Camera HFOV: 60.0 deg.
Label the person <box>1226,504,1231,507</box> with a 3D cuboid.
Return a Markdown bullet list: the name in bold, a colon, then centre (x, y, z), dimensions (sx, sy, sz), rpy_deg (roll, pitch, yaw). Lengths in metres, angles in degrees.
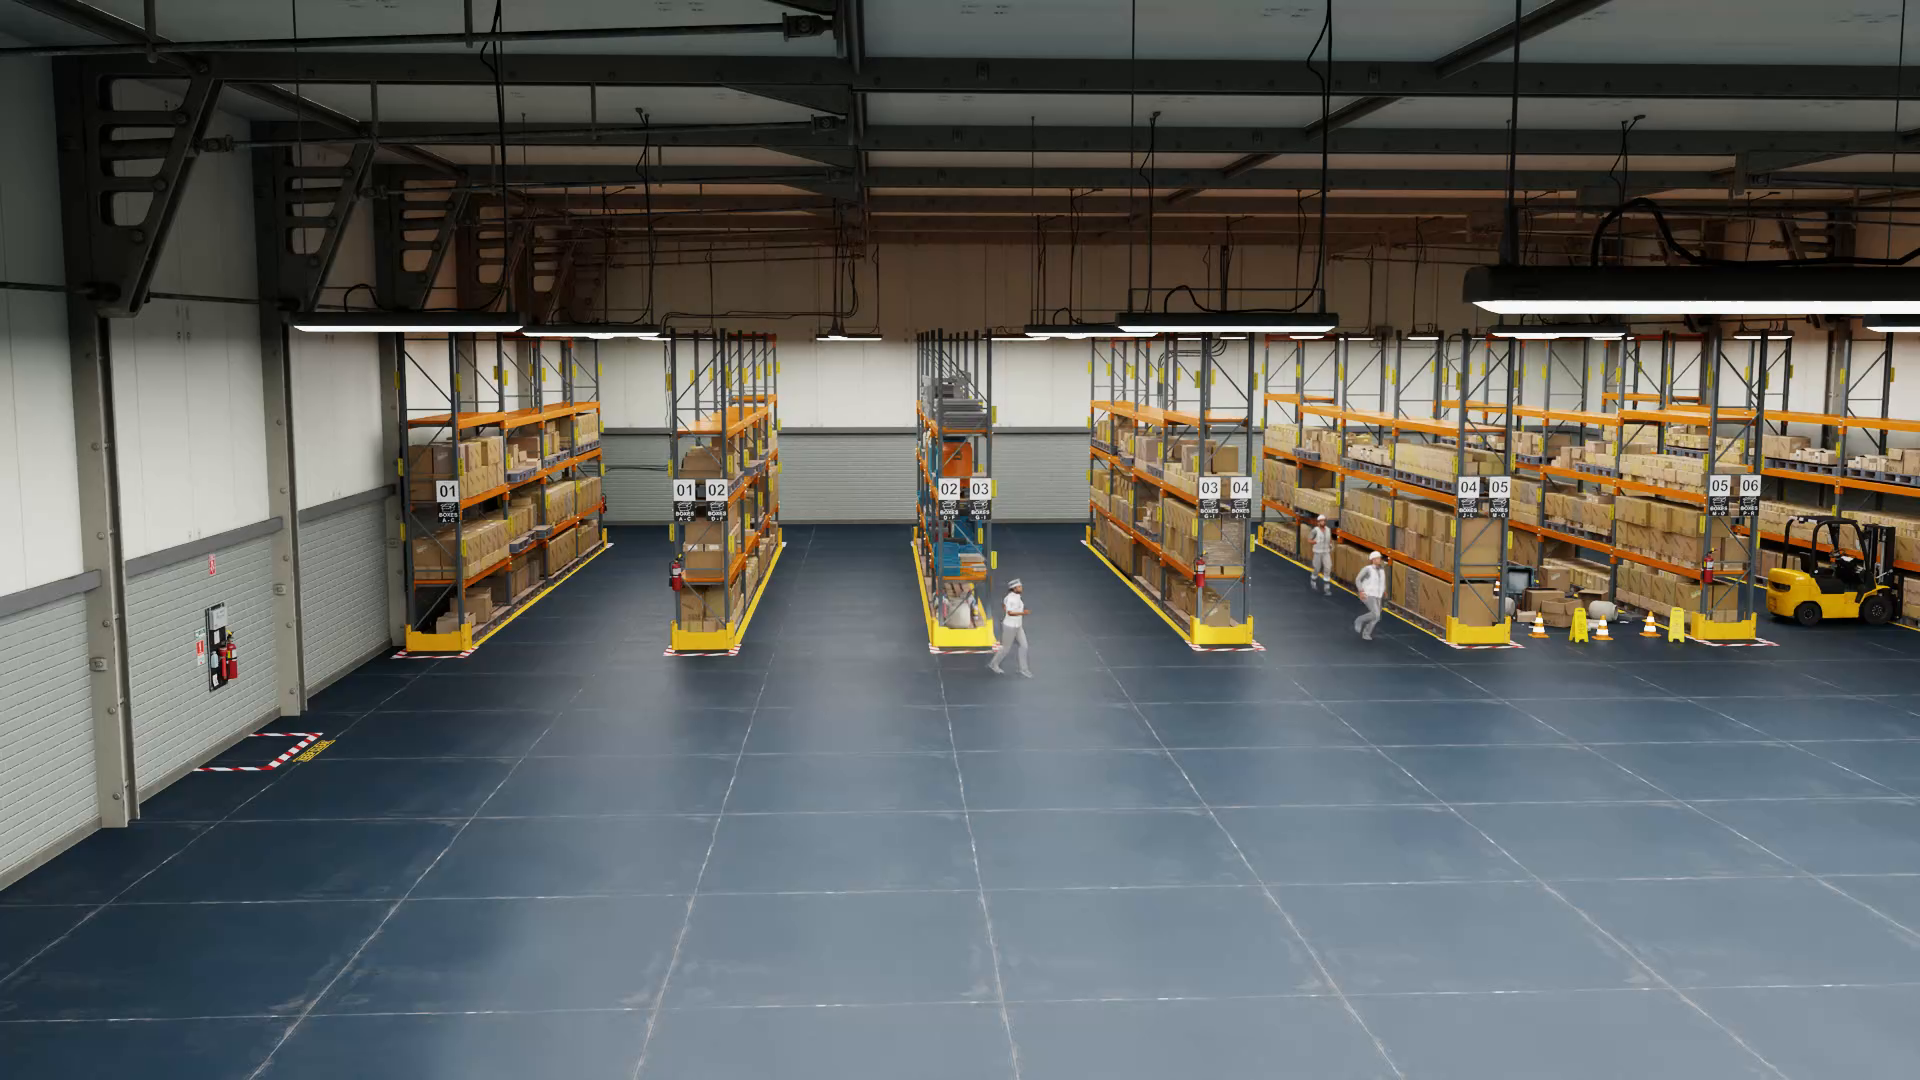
- **person**: centre (7.482, -0.477, 46.333), dimensions (0.588, 1.594, 0.863), rpy_deg (1, 7, 9)

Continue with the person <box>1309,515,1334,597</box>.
- **person**: centre (8.272, 0.333, 38.012), dimensions (0.649, 1.810, 0.920), rpy_deg (-1, 7, -9)

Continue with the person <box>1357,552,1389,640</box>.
- **person**: centre (8.096, 1.082, 32.265), dimensions (0.684, 1.700, 0.532), rpy_deg (-4, 8, -31)

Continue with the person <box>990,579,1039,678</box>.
- **person**: centre (0.931, 1.519, 28.597), dimensions (0.862, 1.730, 0.560), rpy_deg (2, 7, 18)
